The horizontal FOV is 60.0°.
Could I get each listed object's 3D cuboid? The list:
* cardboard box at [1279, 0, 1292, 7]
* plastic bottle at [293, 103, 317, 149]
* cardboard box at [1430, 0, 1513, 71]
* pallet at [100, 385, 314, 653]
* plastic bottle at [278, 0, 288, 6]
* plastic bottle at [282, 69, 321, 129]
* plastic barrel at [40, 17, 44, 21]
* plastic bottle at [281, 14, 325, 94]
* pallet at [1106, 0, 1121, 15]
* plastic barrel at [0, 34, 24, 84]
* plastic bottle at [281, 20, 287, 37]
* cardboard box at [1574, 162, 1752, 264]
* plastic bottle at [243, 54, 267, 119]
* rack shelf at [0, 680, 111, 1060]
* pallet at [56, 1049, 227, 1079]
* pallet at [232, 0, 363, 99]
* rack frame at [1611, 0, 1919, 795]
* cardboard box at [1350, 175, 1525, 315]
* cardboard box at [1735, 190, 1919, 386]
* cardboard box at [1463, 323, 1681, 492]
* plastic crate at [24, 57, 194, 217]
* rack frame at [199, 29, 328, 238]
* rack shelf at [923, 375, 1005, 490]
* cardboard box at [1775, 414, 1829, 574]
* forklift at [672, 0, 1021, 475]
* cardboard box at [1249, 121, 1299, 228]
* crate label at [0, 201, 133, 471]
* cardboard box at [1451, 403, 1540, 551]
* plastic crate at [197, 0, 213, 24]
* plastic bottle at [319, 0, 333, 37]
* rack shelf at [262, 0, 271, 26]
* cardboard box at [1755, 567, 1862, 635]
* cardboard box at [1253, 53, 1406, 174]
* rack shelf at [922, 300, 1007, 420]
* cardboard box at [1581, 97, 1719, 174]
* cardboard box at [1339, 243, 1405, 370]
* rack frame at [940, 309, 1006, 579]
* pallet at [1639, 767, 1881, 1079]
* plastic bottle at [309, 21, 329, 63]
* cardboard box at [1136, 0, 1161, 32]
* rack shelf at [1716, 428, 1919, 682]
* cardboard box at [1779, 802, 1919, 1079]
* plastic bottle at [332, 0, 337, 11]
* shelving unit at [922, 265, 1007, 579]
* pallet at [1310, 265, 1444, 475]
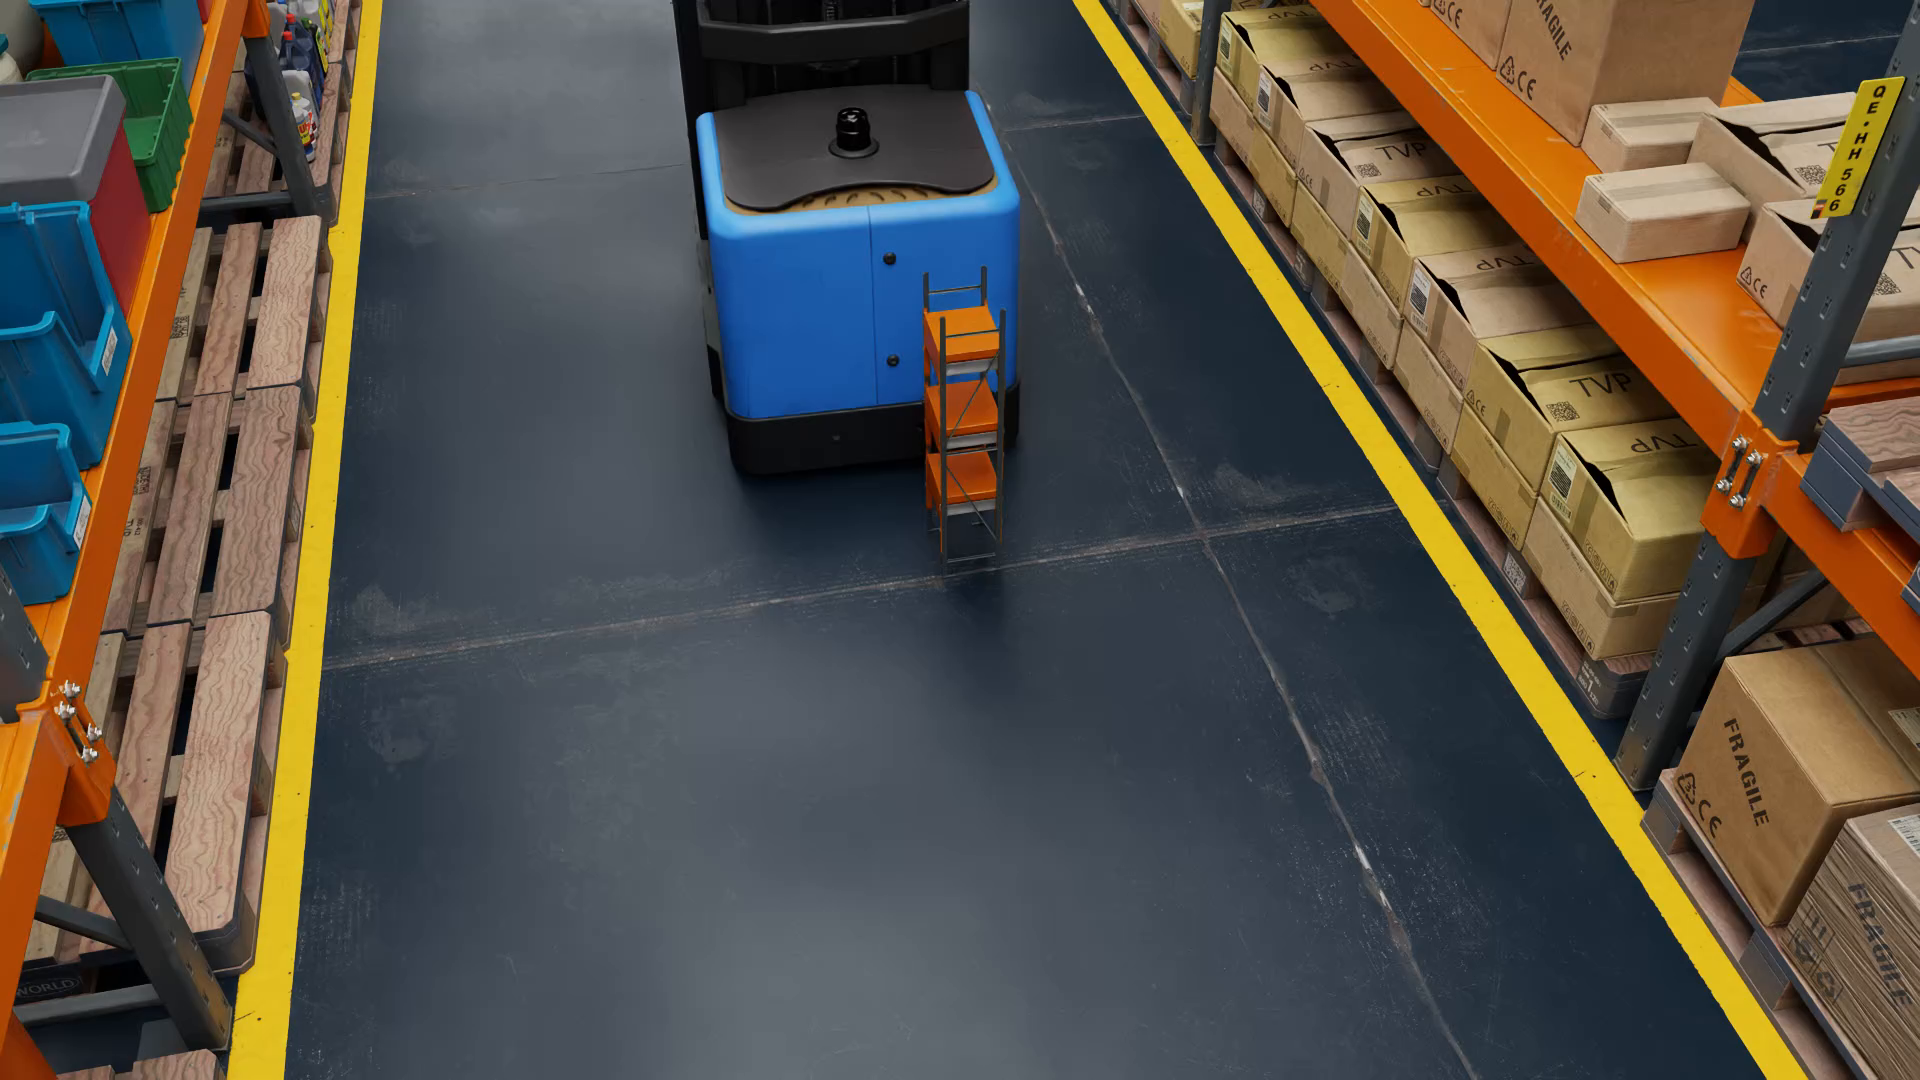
[{"bbox_3d":[1.791,-2.549,8.117,0.500,0.250,0.500,-8,42,-9],"label":"cardboard box"},{"bbox_3d":[-2.905,-1.822,7.320,0.097,0.201,0.097,0,42,0],"label":"plastic bottle"},{"bbox_3d":[1.967,-1.947,5.609,0.500,0.500,0.500,-8,42,-9],"label":"cardboard box"},{"bbox_3d":[-2.768,-0.030,5.625,1.003,0.211,1.213,-8,42,-9],"label":"pallet"},{"bbox_3d":[-3.293,-2.542,8.131,0.097,0.201,0.097,0,42,0],"label":"plastic bottle"},{"bbox_3d":[-2.980,-1.990,7.452,0.152,0.276,0.135,-7,42,-8],"label":"plastic bottle"},{"bbox_3d":[-3.455,-2.262,5.662,0.600,0.901,0.708,-8,42,-9],"label":"plastic barrel"},{"bbox_3d":[-3.052,-2.248,7.687,0.144,0.351,0.185,-10,43,-11],"label":"plastic bottle"},{"bbox_3d":[1.197,-3.347,9.362,1.003,0.211,1.213,-8,42,-9],"label":"pallet"},{"bbox_3d":[-3.107,-1.437,5.214,0.301,0.262,0.301,0,42,0],"label":"plastic barrel"},{"bbox_3d":[-3.120,-2.308,7.814,0.097,0.271,0.097,0,42,0],"label":"plastic bottle"},{"bbox_3d":[1.994,-0.933,4.730,0.380,0.149,0.250,-8,42,-9],"label":"cardboard box"},{"bbox_3d":[-3.152,-2.105,7.525,0.144,0.351,0.185,-8,42,-9],"label":"plastic bottle"},{"bbox_3d":[-1.947,1.790,2.016,1.077,0.370,4.000,-8,42,-9],"label":"rack shelf"},{"bbox_3d":[-2.168,1.772,3.595,1.003,0.211,1.213,-8,42,-9],"label":"pallet"},{"bbox_3d":[-3.613,-2.560,8.474,1.003,0.211,1.213,-8,42,-9],"label":"pallet"},{"bbox_3d":[2.458,-0.483,4.035,1.000,3.000,0.127,-8,42,-9],"label":"rack frame"},{"bbox_3d":[1.774,-1.115,6.079,0.500,0.311,0.500,-7,42,-8],"label":"cardboard box"},{"bbox_3d":[2.423,-0.692,4.337,0.500,0.311,0.500,-6,42,-7],"label":"cardboard box"},{"bbox_3d":[1.986,-0.462,5.343,0.500,0.311,0.500,-9,42,-10],"label":"cardboard box"},{"bbox_3d":[-2.591,-1.201,5.003,0.450,0.188,0.662,-8,42,-9],"label":"plastic crate"},{"bbox_3d":[-3.242,-2.369,6.159,1.000,3.000,0.127,-8,42,-9],"label":"rack frame"},{"bbox_3d":[0.012,-0.350,5.369,0.215,0.259,0.240,-8,42,-9],"label":"rack shelf"},{"bbox_3d":[2.632,-0.203,5.052,0.500,0.311,0.500,-7,42,-8],"label":"cardboard box"},{"bbox_3d":[-0.552,-2.313,6.148,1.130,2.935,3.031,-7,42,-8],"label":"forklift"},{"bbox_3d":[1.549,-1.576,7.021,0.500,0.250,0.500,-7,42,-8],"label":"cardboard box"},{"bbox_3d":[-2.329,-0.472,3.995,0.502,0.435,0.616,-8,42,-9],"label":"crate label"},{"bbox_3d":[1.992,-0.252,5.529,0.500,0.250,0.500,-9,42,-10],"label":"cardboard box"},{"bbox_3d":[-2.839,-2.123,5.834,0.402,0.464,0.583,-8,42,-9],"label":"plastic crate"},{"bbox_3d":[-3.184,-2.644,8.133,0.144,0.351,0.185,-7,42,-8],"label":"plastic bottle"},{"bbox_3d":[-3.674,-3.396,7.858,1.077,0.370,4.000,-8,42,-9],"label":"rack shelf"},{"bbox_3d":[2.632,0.006,5.238,0.500,0.250,0.500,-8,42,-9],"label":"cardboard box"},{"bbox_3d":[1.544,-1.786,6.835,0.500,0.311,0.500,-9,42,-10],"label":"cardboard box"},{"bbox_3d":[0.012,-0.562,5.181,0.215,0.259,0.240,-8,42,-9],"label":"rack shelf"},{"bbox_3d":[2.128,-1.208,5.040,0.380,0.149,0.250,-5,42,-6],"label":"cardboard box"},{"bbox_3d":[1.773,-0.911,6.272,0.500,0.250,0.500,-8,42,-8],"label":"cardboard box"},{"bbox_3d":[0.038,-0.279,5.273,0.200,1.050,0.008,-8,42,-9],"label":"rack frame"},{"bbox_3d":[2.583,1.049,4.409,1.003,0.211,1.213,-8,42,-9],"label":"pallet"},{"bbox_3d":[-3.090,-2.379,7.947,0.097,0.201,0.097,0,42,0],"label":"plastic bottle"},{"bbox_3d":[1.183,-2.800,8.399,0.500,0.250,0.500,-8,42,-9],"label":"cardboard box"},{"bbox_3d":[2.890,1.082,2.813,1.077,0.370,4.000,-8,42,-9],"label":"rack shelf"},{"bbox_3d":[2.396,0.962,3.959,0.500,0.500,0.500,-10,43,-11],"label":"cardboard box"},{"bbox_3d":[-3.254,-2.813,8.379,0.152,0.276,0.135,-8,42,-9],"label":"plastic bottle"},{"bbox_3d":[0.012,-0.358,5.362,0.215,1.050,0.252,-8,42,-9],"label":"shelving unit"},{"bbox_3d":[2.059,-0.769,6.457,1.003,0.211,1.213,-8,42,-9],"label":"pallet"}]
